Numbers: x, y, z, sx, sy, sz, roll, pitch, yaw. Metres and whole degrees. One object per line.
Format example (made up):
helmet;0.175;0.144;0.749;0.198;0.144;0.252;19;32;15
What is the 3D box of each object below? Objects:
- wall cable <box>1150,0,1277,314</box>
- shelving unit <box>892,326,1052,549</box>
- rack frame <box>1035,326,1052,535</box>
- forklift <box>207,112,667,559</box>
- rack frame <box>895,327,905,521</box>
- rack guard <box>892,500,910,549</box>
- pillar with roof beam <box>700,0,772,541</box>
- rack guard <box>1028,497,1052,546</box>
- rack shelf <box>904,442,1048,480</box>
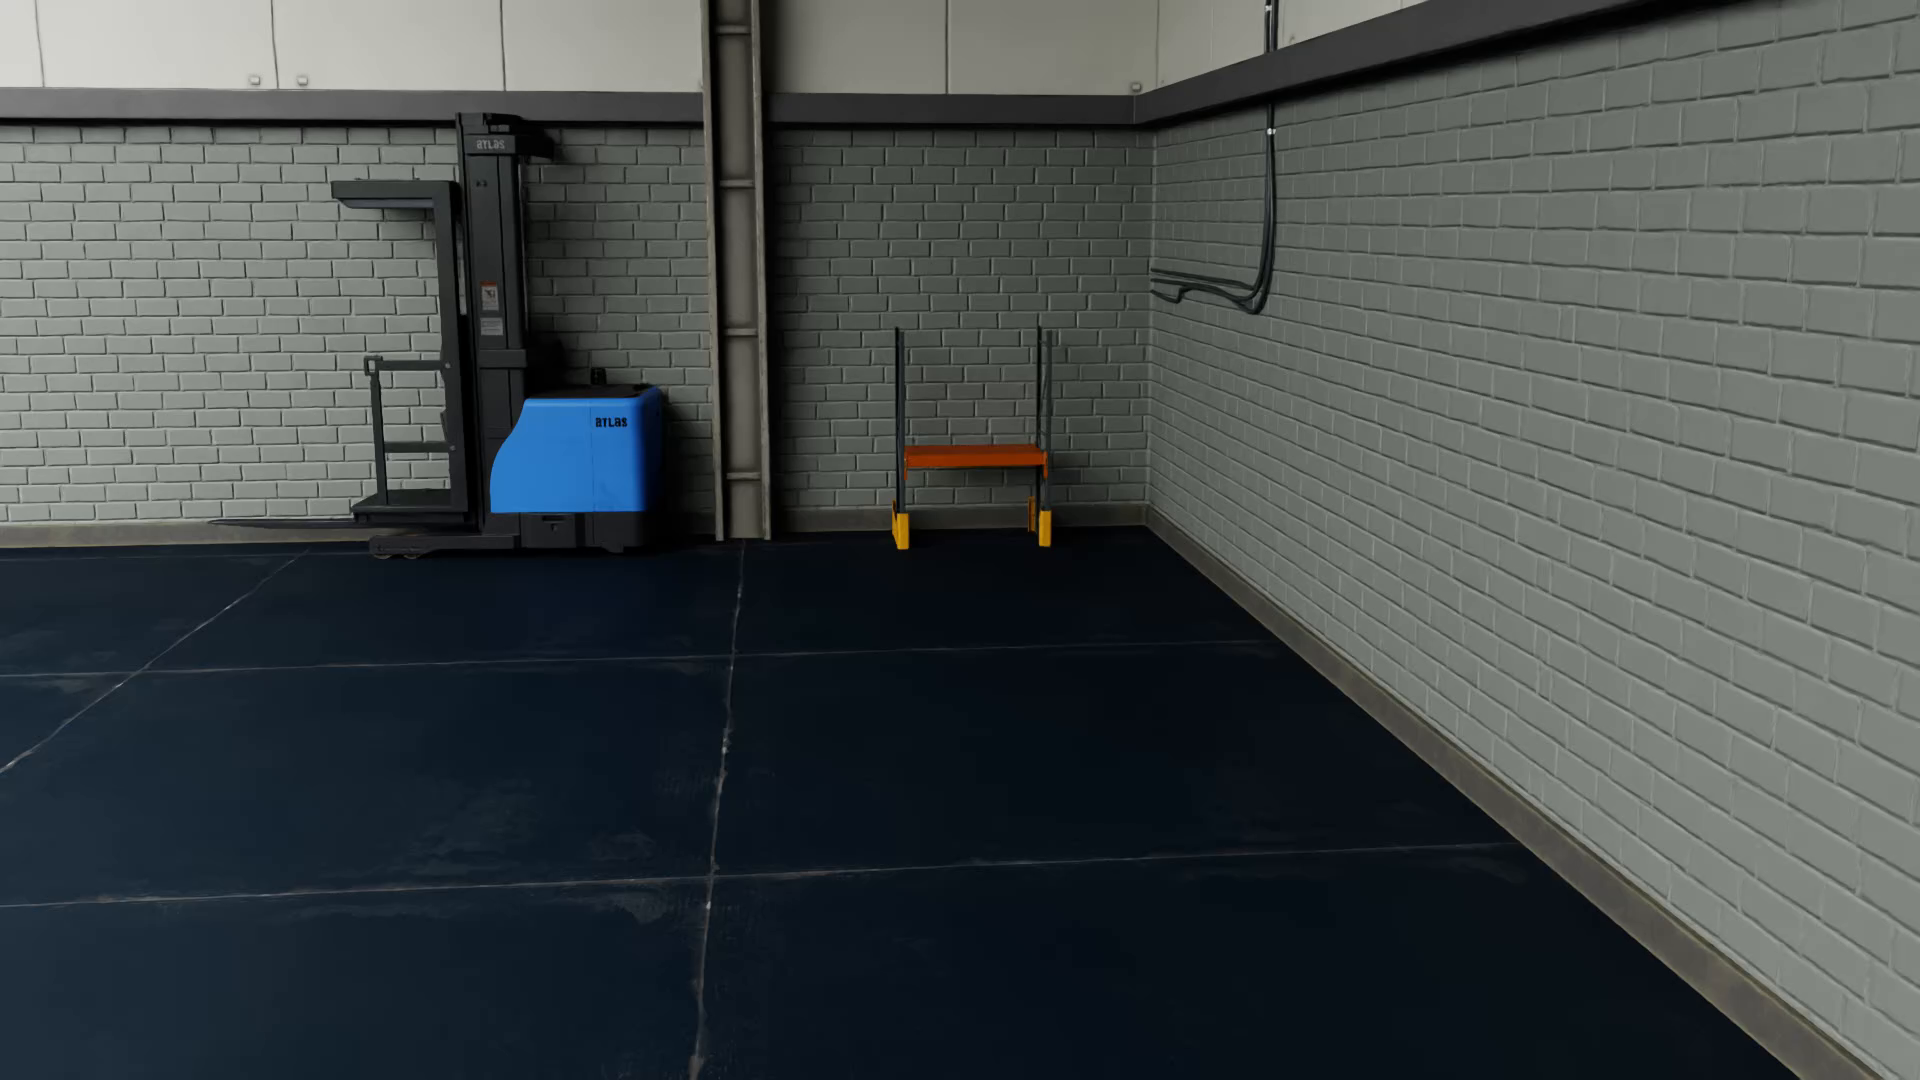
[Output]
wall cable;1.514;-2.727;10.462;0.112;2.526;3.097;-1;11;-6
shelving unit;0.076;-0.738;11.731;1.083;1.500;0.587;-1;11;-6
rack frame;0.590;-0.748;11.786;0.032;1.500;0.500;-1;11;-6
forklift;-3.628;-1.413;11.457;3.031;2.935;1.130;0;11;-2
rack frame;-0.421;-0.727;11.679;0.032;1.500;0.500;-1;11;-6
rack guard;-0.419;-0.114;11.799;0.087;0.250;0.587;-1;11;-6
pillar with roof beam;-1.093;-3.617;6.941;0.400;9.000;9.100;-1;11;-6
rack guard;0.571;-0.135;11.905;0.087;0.250;0.587;-1;11;-6
rack shelf;0.085;-0.561;11.767;1.000;0.185;0.538;-1;11;-6
